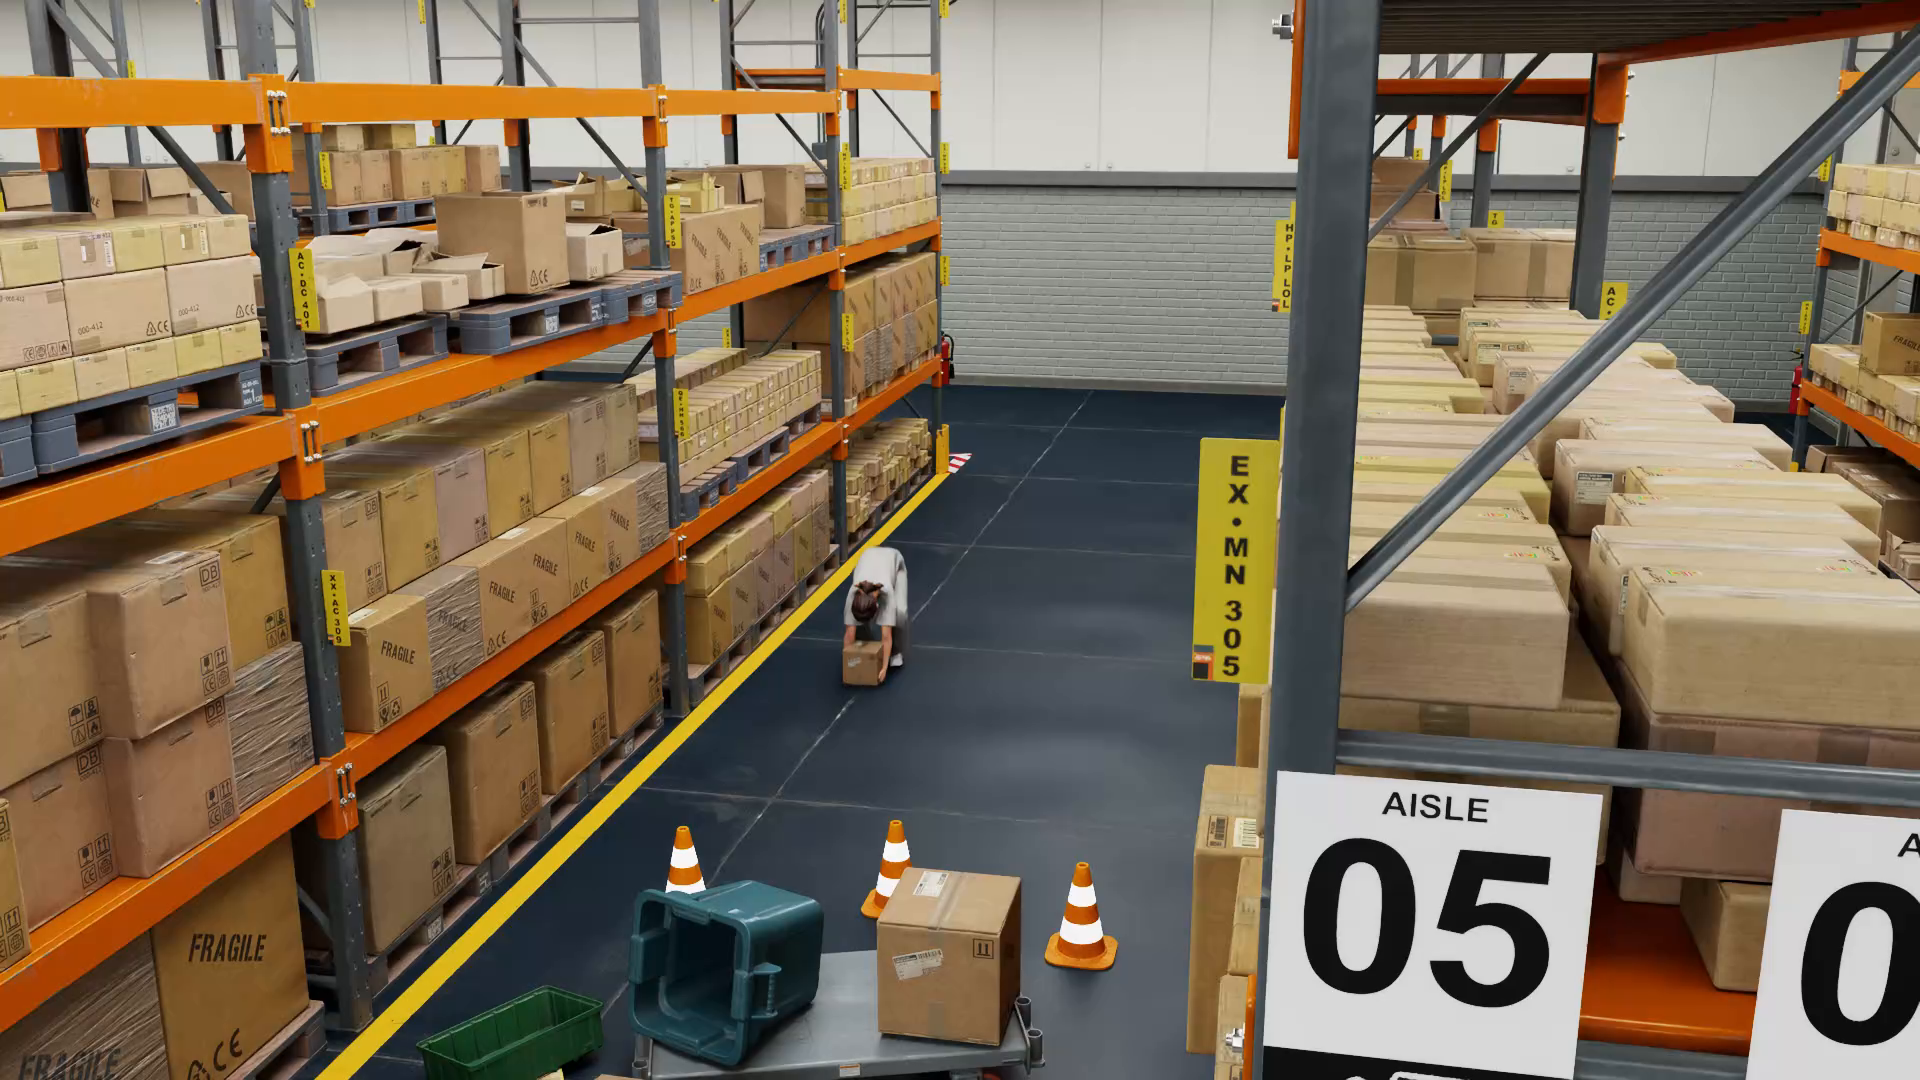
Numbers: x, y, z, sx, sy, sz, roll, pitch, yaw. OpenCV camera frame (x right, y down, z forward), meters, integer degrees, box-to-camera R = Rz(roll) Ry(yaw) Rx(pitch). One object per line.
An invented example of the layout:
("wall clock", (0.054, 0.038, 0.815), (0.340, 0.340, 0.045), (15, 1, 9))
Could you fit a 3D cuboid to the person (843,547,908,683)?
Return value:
("person", (-0.612, 0.530, 12.114), (0.476, 0.852, 0.852), (2, 15, 9))
